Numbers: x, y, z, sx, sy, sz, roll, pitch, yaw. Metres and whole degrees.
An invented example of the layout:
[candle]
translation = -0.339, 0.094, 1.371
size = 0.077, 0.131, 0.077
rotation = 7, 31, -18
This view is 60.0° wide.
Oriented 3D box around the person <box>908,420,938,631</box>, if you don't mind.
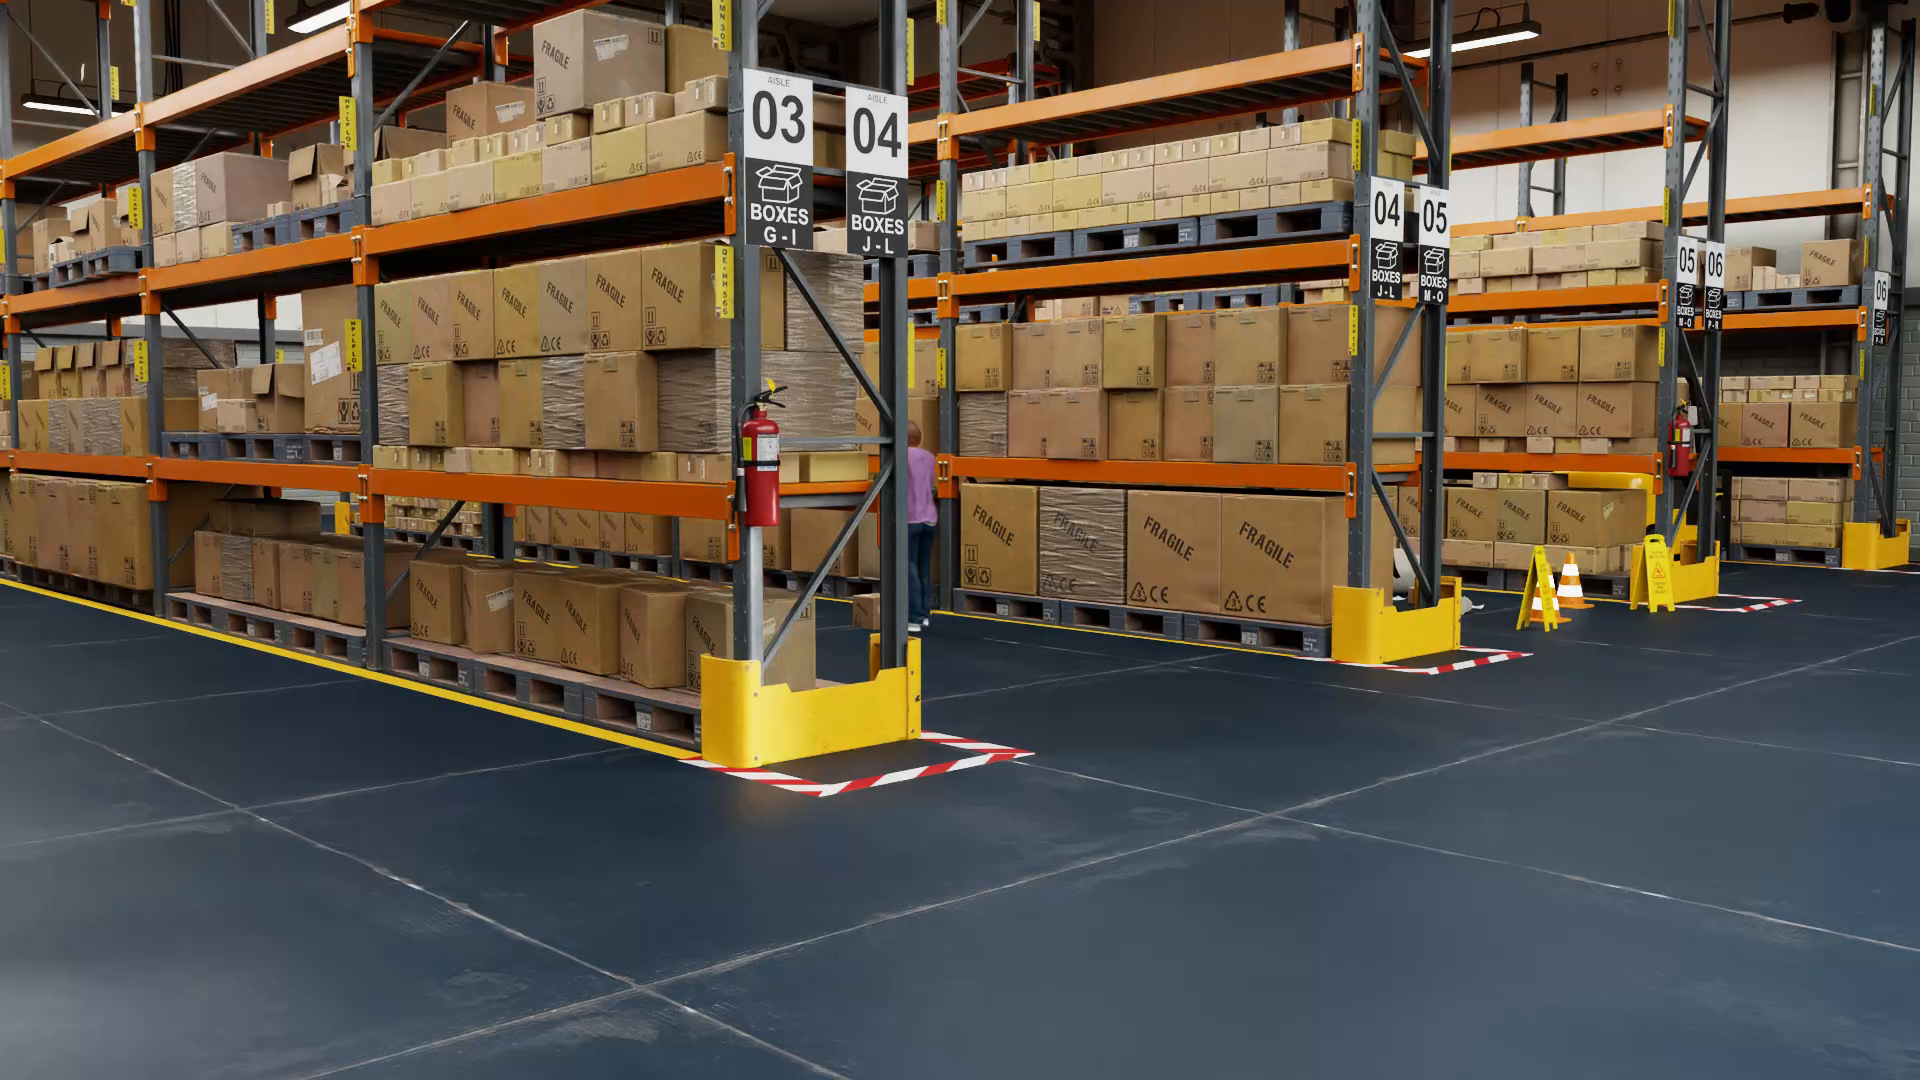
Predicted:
[person]
translation = -0.373, -0.106, 12.612
size = 0.452, 1.606, 0.439
rotation = -4, 6, -44
